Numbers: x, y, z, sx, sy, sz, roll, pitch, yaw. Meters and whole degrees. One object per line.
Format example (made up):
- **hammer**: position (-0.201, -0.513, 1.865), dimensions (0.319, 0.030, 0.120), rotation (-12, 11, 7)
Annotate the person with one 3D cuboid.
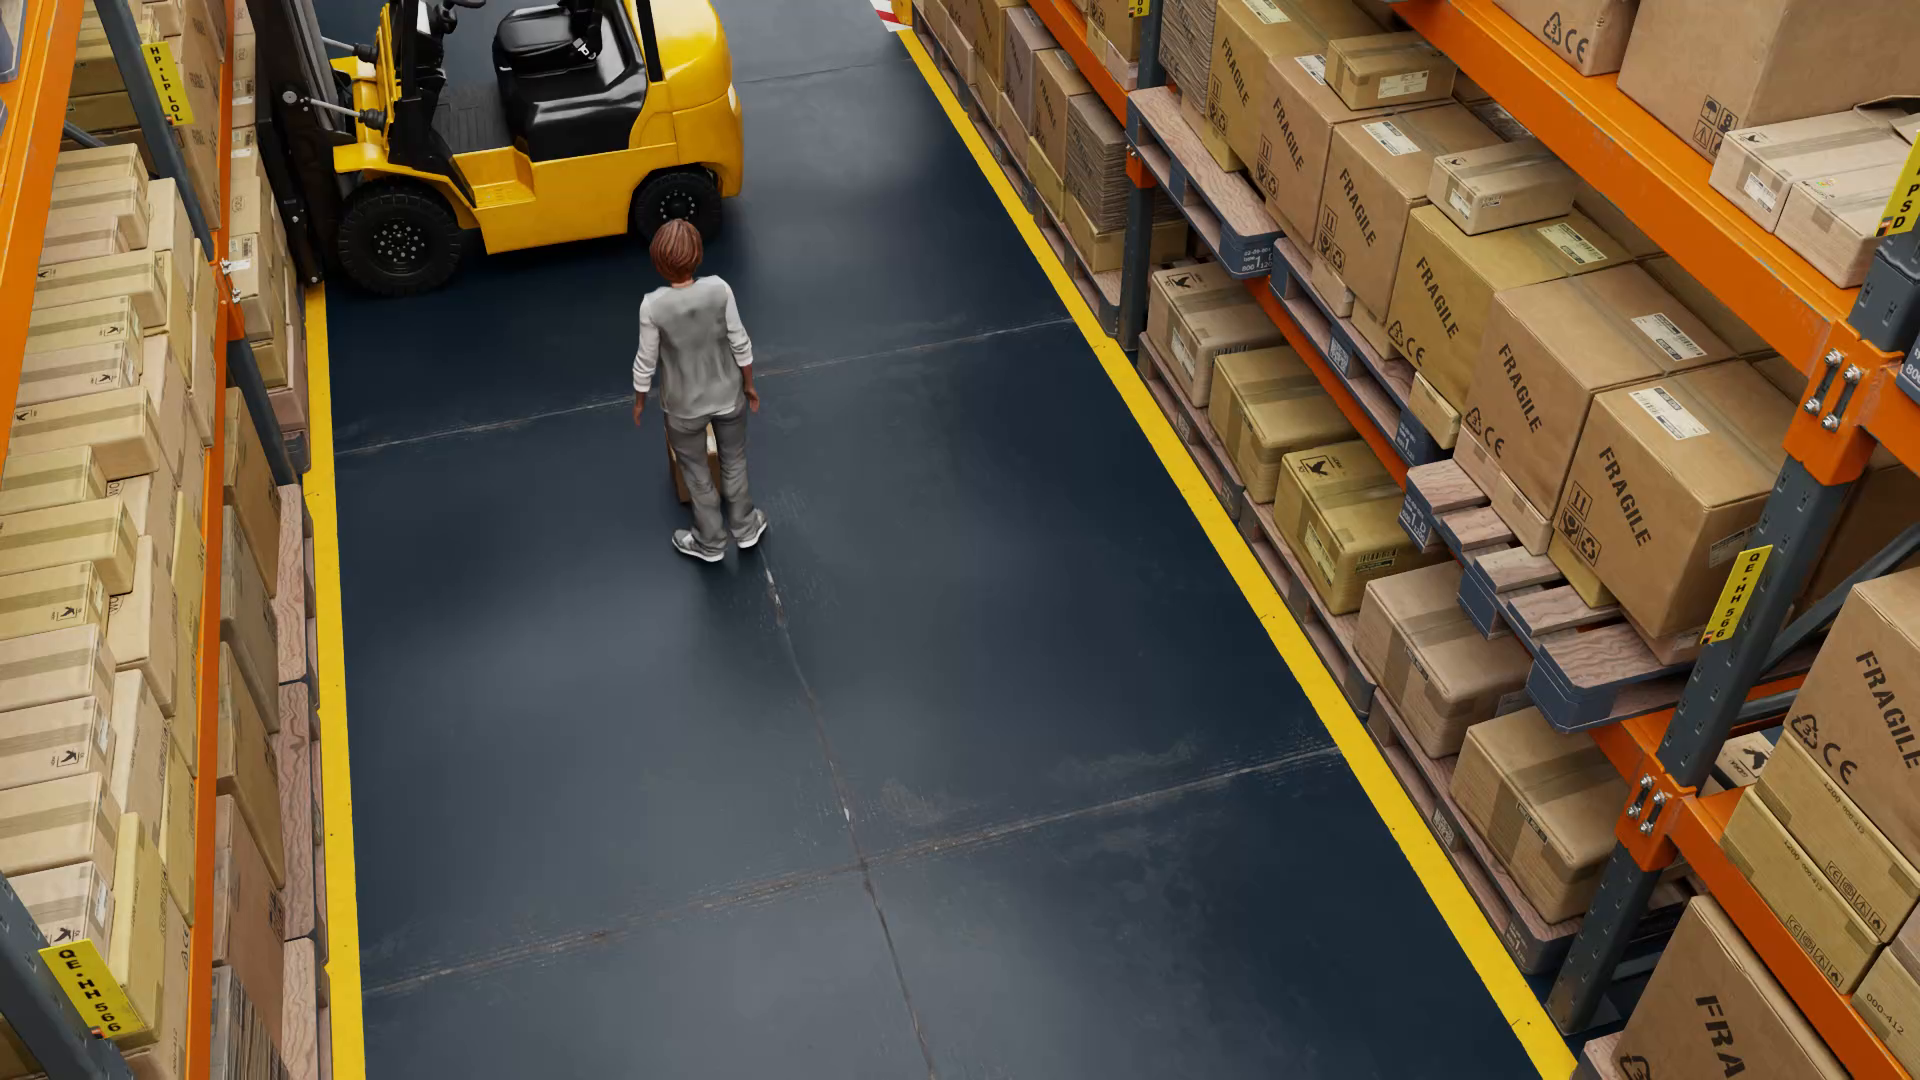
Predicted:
- **person**: position (-1.060, -0.556, 6.756), dimensions (0.511, 1.613, 0.326), rotation (-19, 46, -20)
